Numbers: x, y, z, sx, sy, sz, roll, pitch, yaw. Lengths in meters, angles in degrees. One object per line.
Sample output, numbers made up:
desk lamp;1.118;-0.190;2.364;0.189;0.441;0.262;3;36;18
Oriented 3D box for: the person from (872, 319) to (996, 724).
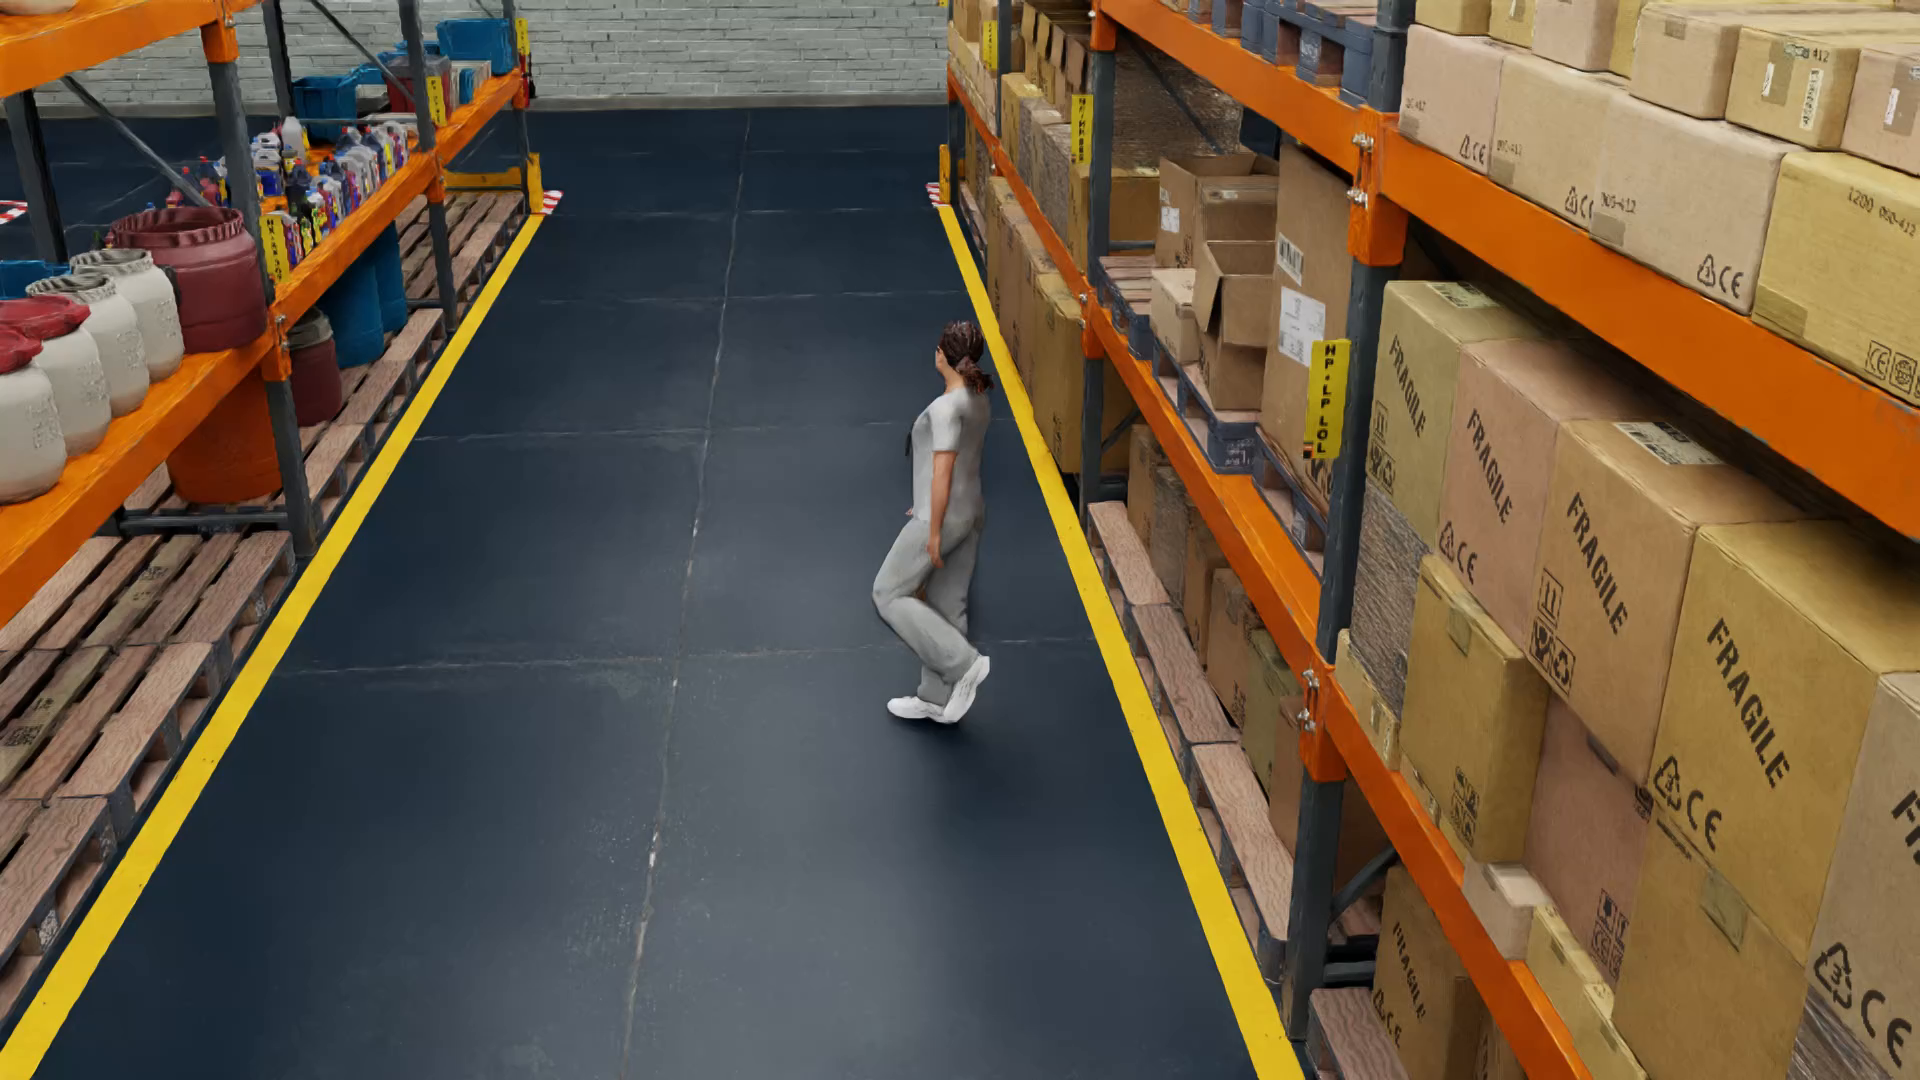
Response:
person;-0.043;-0.062;6.753;0.506;1.622;0.603;10;26;22
